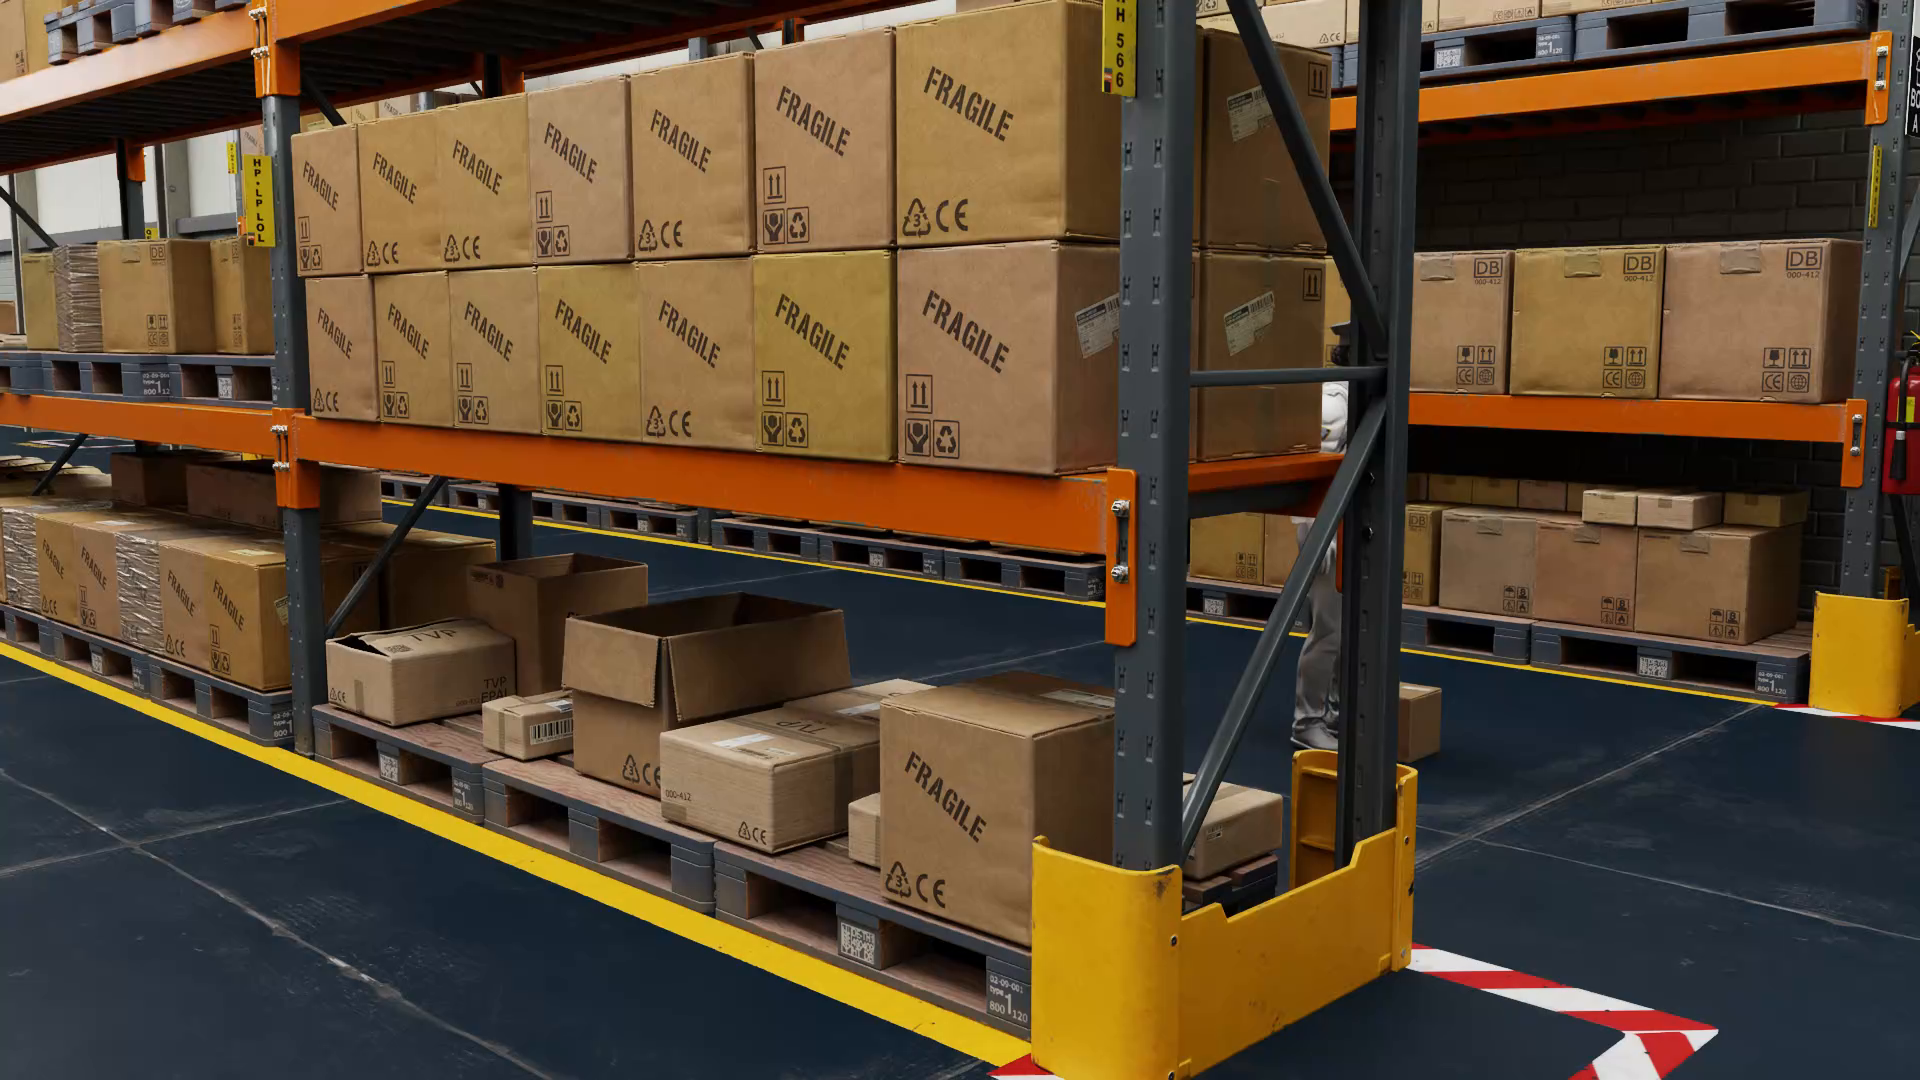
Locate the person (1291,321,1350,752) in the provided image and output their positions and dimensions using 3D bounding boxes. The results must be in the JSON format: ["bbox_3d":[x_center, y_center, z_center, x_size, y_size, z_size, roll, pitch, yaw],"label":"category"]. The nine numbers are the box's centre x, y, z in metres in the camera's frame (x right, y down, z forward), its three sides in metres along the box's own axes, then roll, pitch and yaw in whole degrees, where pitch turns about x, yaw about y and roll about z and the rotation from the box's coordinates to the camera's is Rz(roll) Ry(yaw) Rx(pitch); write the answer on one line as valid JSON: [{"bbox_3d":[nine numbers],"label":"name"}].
[{"bbox_3d":[1.494,-0.026,6.463,0.375,1.662,0.532,6,9,40],"label":"person"}]
